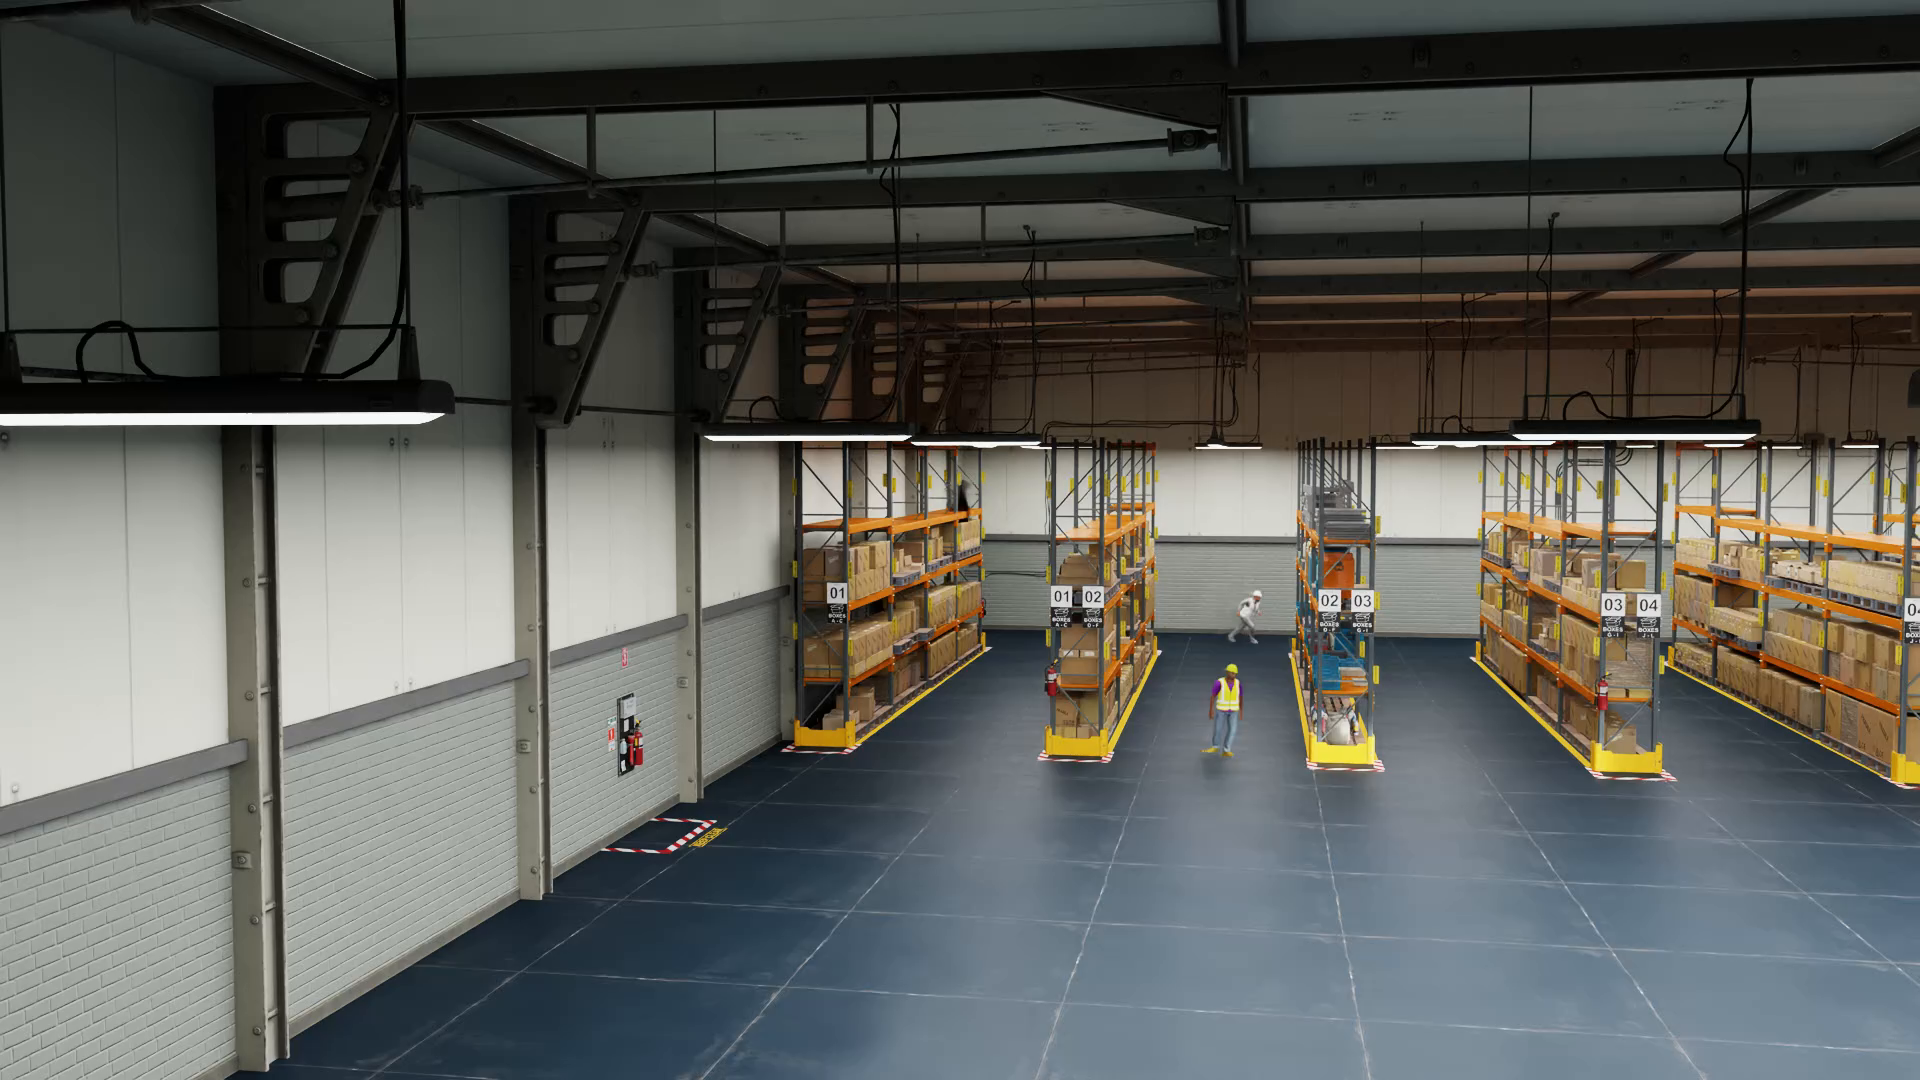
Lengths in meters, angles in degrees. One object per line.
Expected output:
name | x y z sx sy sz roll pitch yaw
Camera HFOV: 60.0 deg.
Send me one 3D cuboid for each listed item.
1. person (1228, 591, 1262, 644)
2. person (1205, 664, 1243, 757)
person | 8.499 2.278 49.446 1.100 1.586 0.644 3 4 42
person | 4.967 3.192 31.232 0.673 1.748 0.489 0 3 -9
